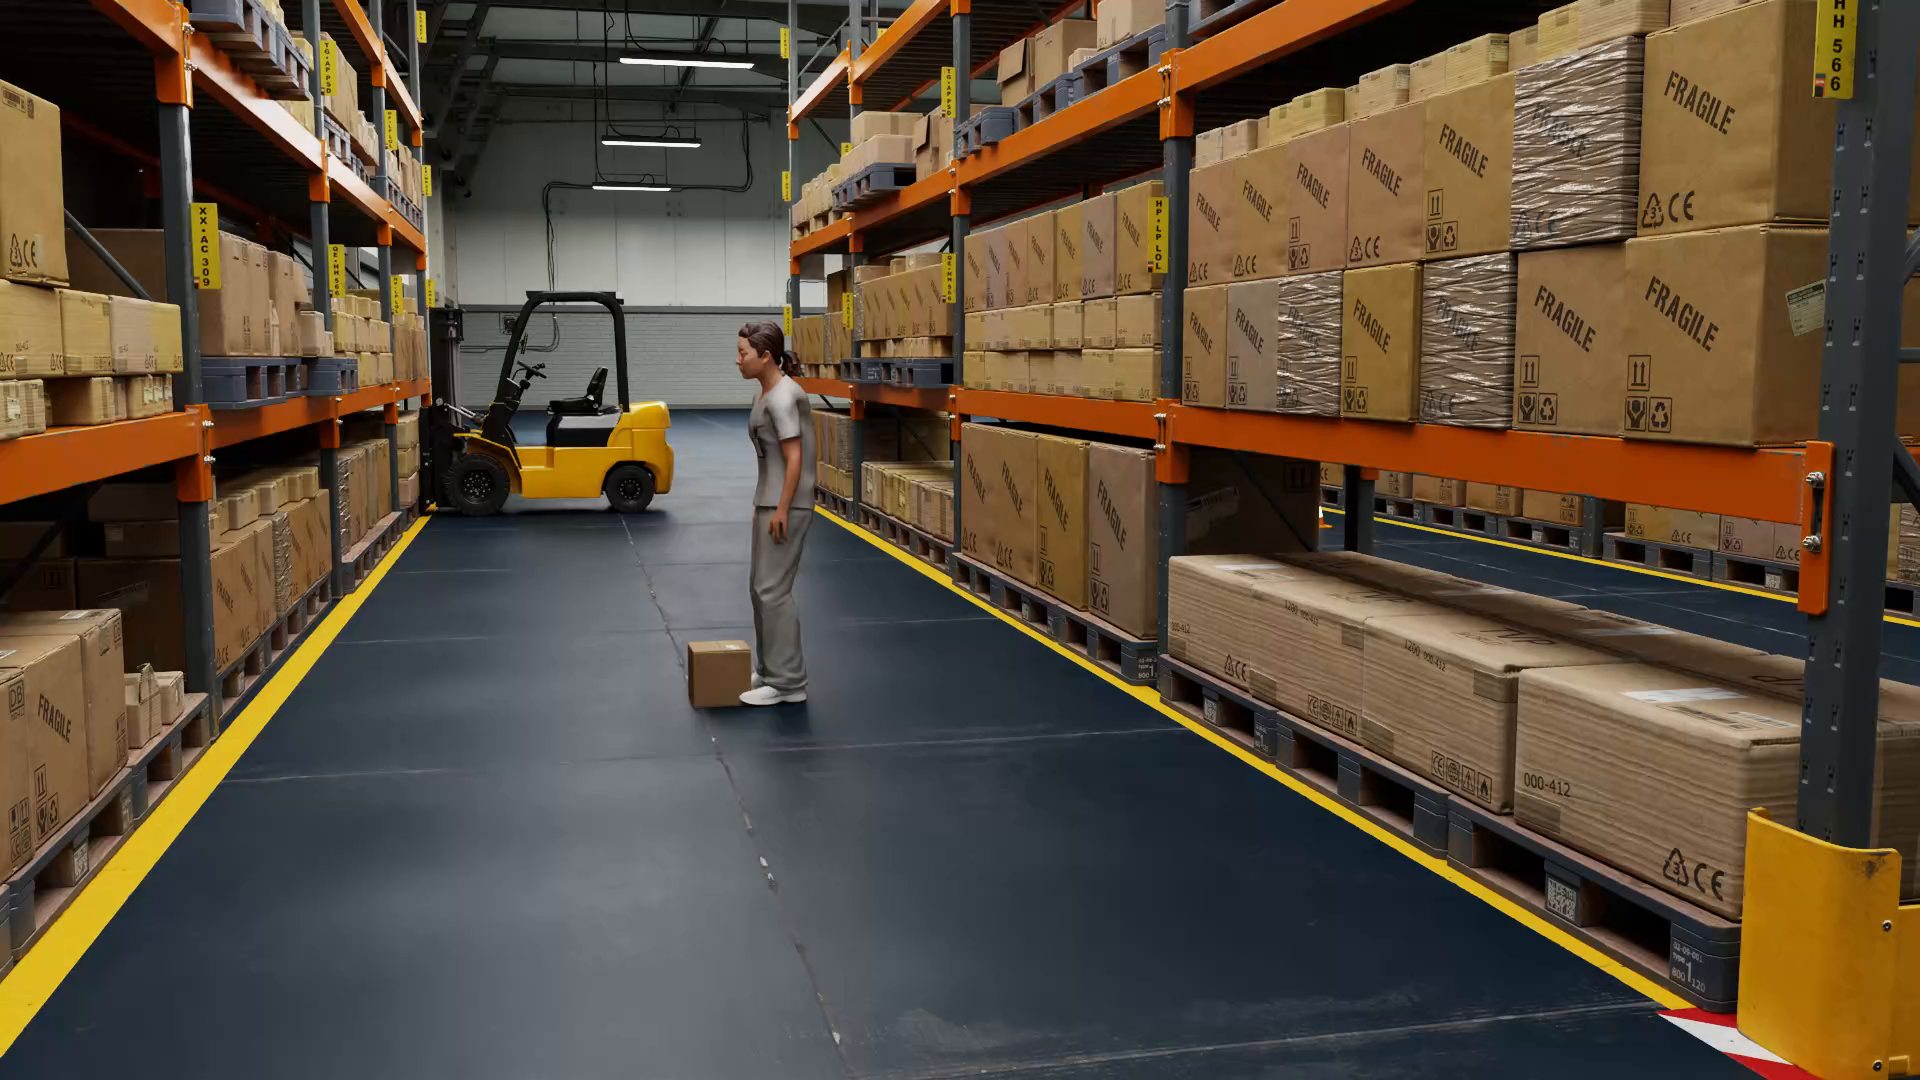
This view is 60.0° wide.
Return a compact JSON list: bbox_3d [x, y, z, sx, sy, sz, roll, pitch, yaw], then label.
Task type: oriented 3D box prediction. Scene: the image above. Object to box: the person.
[{"bbox_3d":[-0.821,-0.125,7.307,0.368,1.671,0.503,-2,6,-17],"label":"person"}]
